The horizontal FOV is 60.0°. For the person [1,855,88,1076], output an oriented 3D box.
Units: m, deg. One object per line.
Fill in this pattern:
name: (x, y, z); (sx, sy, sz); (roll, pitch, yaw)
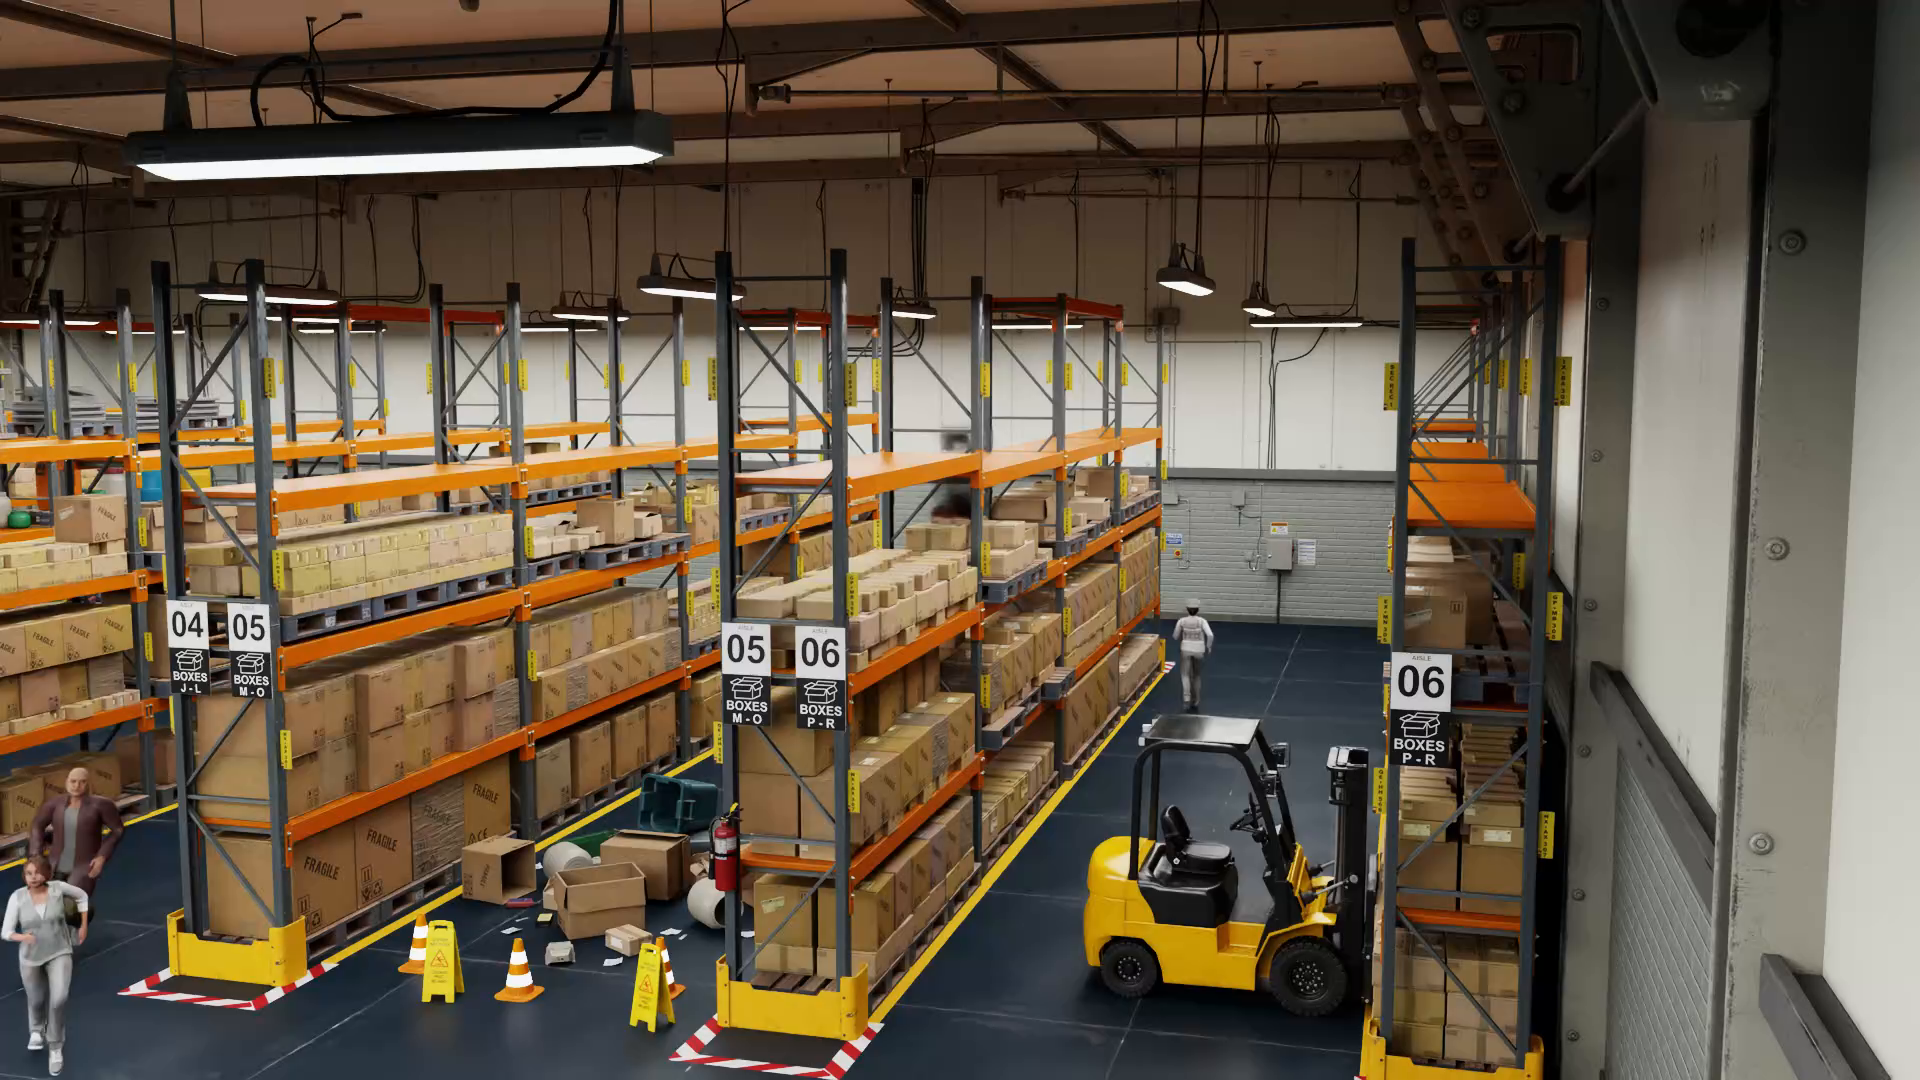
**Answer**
person: (-6.701, 3.085, 12.213); (0.550, 1.613, 0.825); (-3, 7, -25)

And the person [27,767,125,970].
person: (-7.640, 2.811, 14.356); (0.754, 1.721, 0.543); (0, 6, -4)

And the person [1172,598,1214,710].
person: (3.453, 1.692, 24.701); (0.611, 1.681, 0.921); (1, 6, 7)
